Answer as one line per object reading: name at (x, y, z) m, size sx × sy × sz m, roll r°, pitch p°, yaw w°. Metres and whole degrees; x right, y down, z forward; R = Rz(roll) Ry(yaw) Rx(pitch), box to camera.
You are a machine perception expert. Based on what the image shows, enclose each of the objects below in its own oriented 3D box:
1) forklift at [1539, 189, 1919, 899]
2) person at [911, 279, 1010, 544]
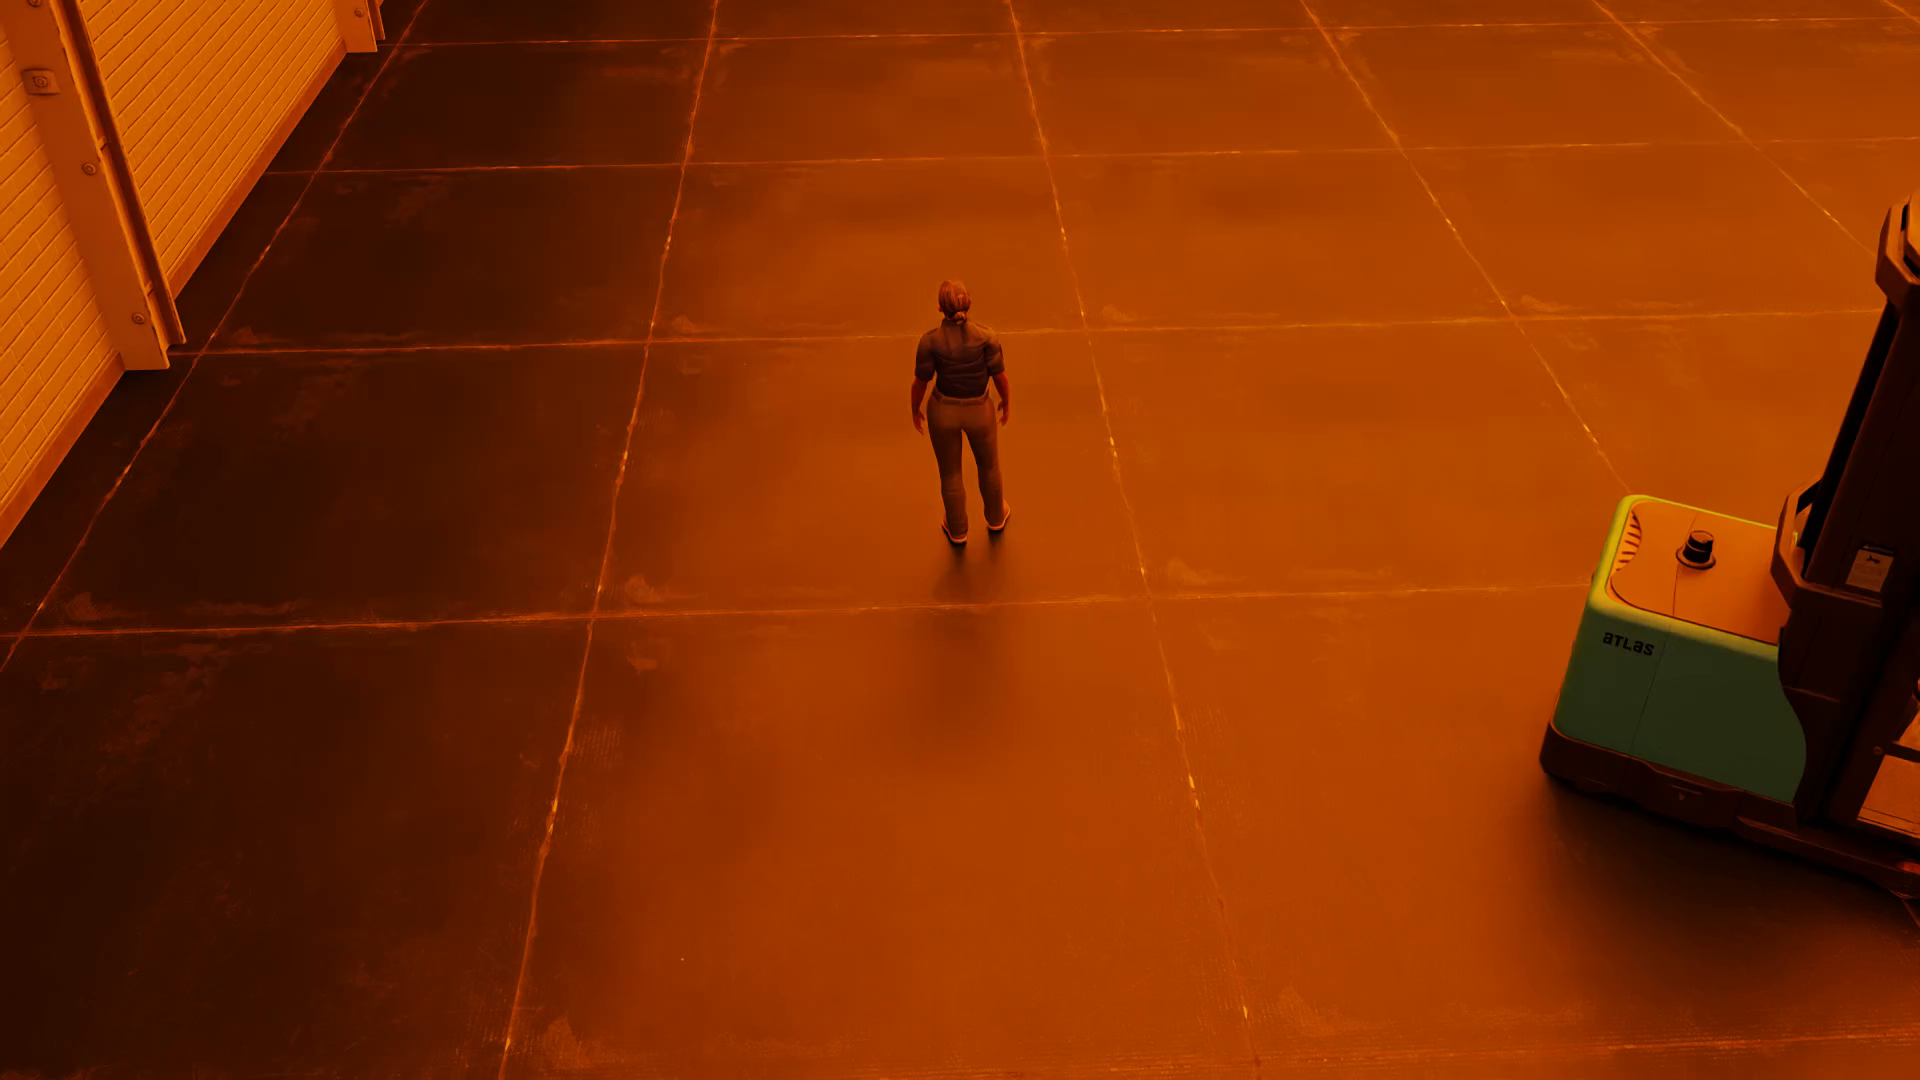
forklift at (4.314, 0.087, 6.883) m, size 3.031 × 2.935 × 1.130 m, roll 17°, pitch 39°, yaw 21°
person at (0.016, -0.726, 9.073) m, size 0.569 × 1.654 × 0.504 m, roll -2°, pitch 36°, yaw -2°
